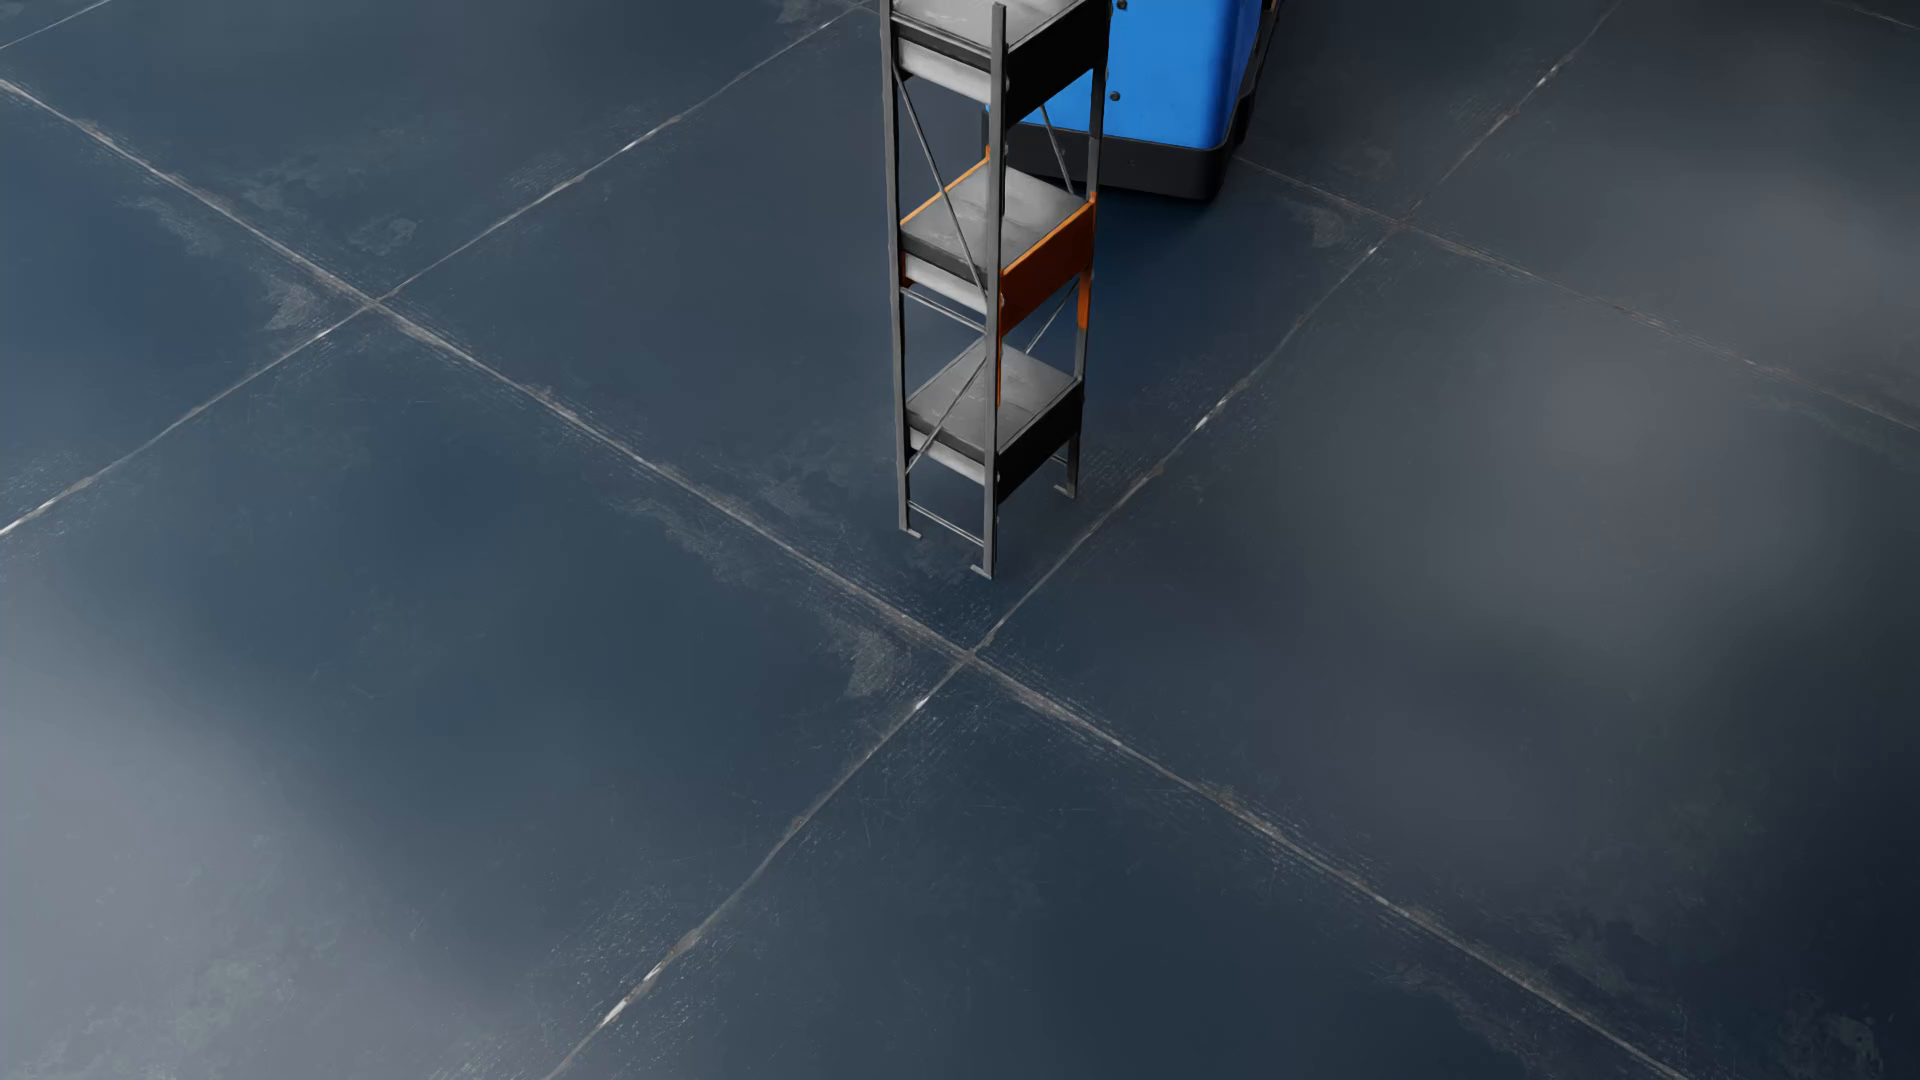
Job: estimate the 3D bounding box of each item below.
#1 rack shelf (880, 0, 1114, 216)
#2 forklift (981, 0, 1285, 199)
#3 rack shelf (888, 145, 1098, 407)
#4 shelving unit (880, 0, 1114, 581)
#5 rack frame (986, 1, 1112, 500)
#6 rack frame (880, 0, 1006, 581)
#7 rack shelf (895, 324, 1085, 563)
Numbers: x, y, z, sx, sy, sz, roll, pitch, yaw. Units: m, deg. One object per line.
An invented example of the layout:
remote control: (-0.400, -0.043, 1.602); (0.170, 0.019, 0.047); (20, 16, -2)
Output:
rack shelf: (0.101, -1.294, 4.585); (0.431, 0.518, 0.480); (29, 53, 25)
forklift: (0.984, -3.539, 7.104); (1.130, 2.935, 3.031); (12, 47, 11)
rack shelf: (0.101, -0.811, 5.091); (0.431, 0.518, 0.480); (29, 53, 25)
shelving unit: (0.101, -0.820, 5.081); (0.431, 2.100, 0.503); (29, 53, 25)
rack frame: (0.250, -0.960, 5.215); (0.400, 2.100, 0.015); (29, 53, 25)
rack frame: (-0.048, -0.680, 4.948); (0.400, 2.100, 0.015); (29, 53, 25)
rack shelf: (0.101, -0.327, 5.597); (0.431, 0.518, 0.480); (29, 53, 25)
